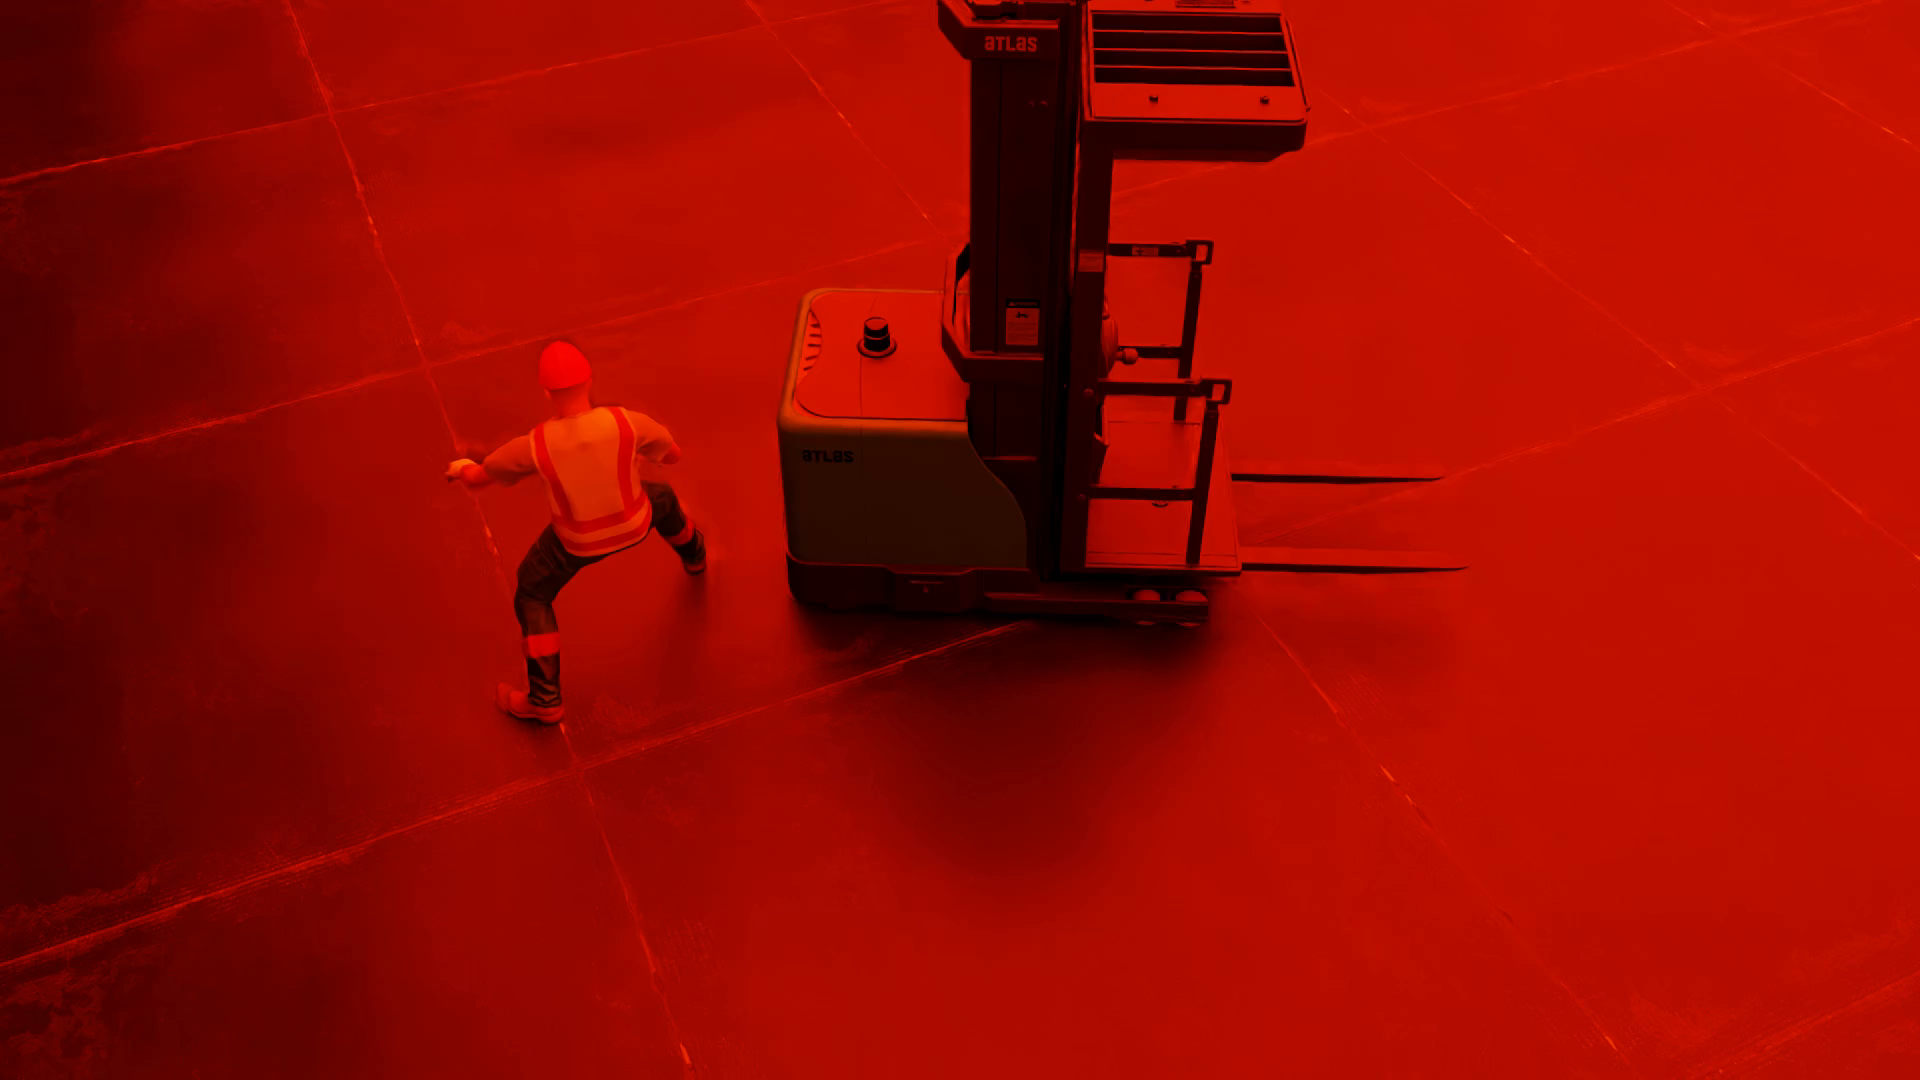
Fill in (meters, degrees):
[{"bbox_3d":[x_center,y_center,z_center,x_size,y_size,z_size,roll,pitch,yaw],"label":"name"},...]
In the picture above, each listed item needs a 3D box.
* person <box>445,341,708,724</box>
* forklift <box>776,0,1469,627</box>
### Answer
[{"bbox_3d":[-1.549,-0.180,6.872,1.042,1.608,0.995,-14,45,-15],"label":"person"},{"bbox_3d":[0.760,-1.059,6.814,3.031,2.935,1.130,2,43,2],"label":"forklift"}]
